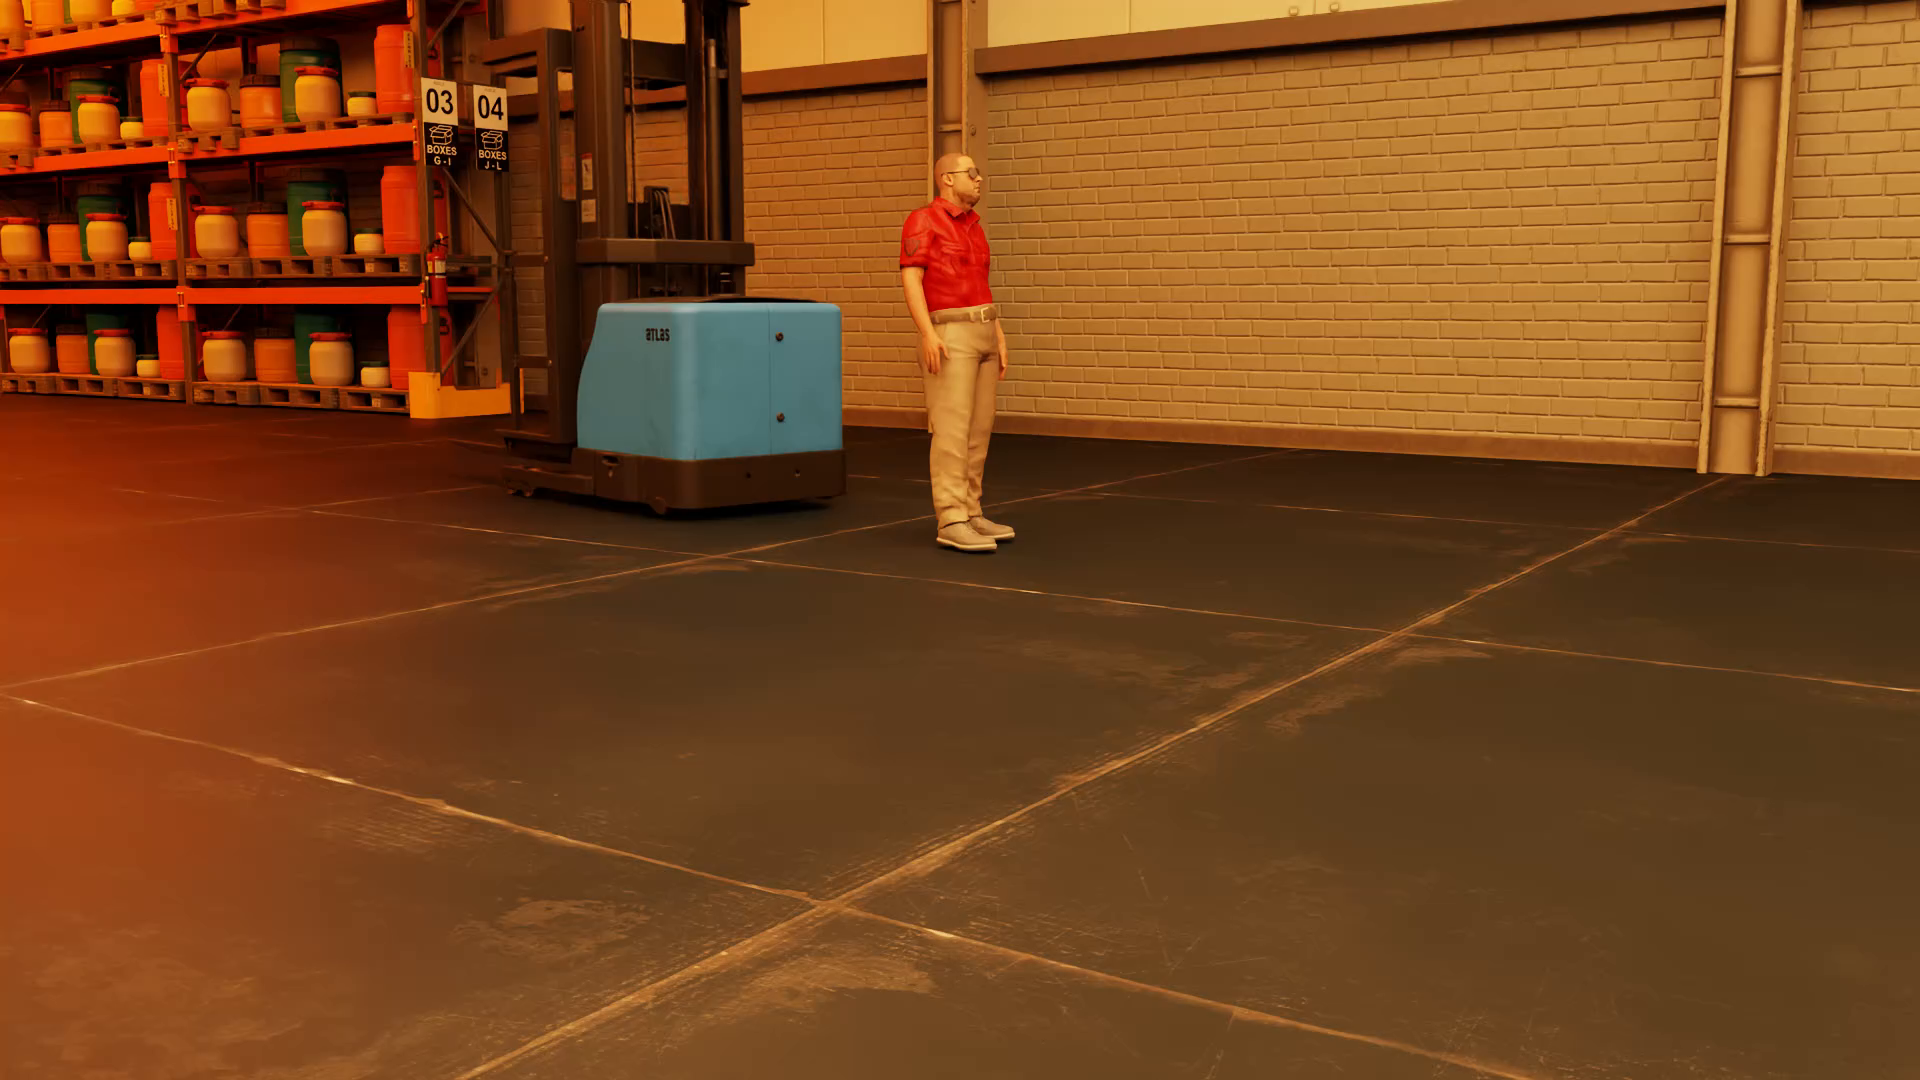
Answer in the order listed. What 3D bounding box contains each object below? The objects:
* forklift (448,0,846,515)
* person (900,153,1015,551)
[{"bbox_3d":[-1.959,-1.732,9.372,1.130,2.935,3.031,-7,11,-41],"label":"forklift"},{"bbox_3d":[0.068,-0.854,7.421,0.551,1.727,0.640,5,10,34],"label":"person"}]
